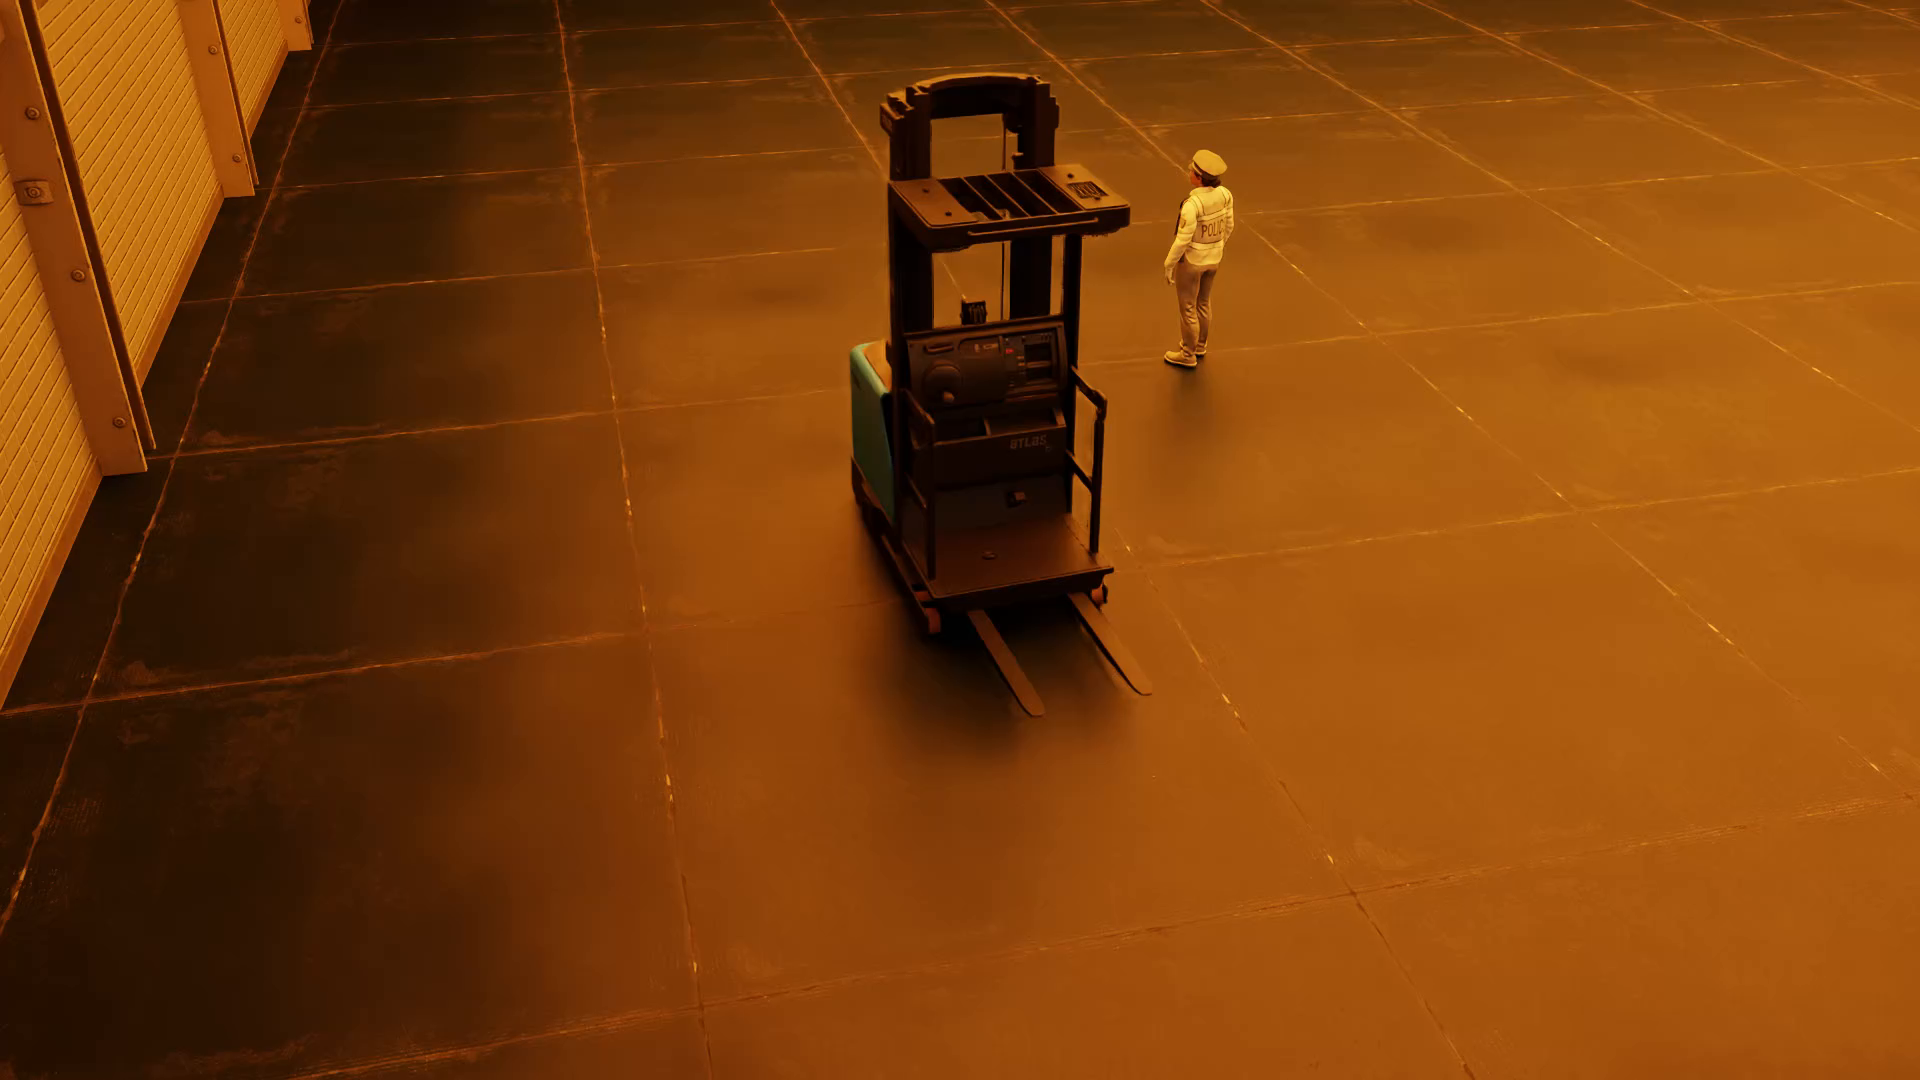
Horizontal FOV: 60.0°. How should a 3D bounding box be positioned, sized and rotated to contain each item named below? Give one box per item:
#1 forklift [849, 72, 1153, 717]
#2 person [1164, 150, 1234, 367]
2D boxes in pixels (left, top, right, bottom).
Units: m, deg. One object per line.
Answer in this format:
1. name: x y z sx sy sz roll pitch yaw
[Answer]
1. forklift: 0.225 -0.946 9.209 1.130 2.935 3.031 -9 31 -15
2. person: 1.728 -2.106 12.433 0.588 1.694 0.530 -21 36 -32
